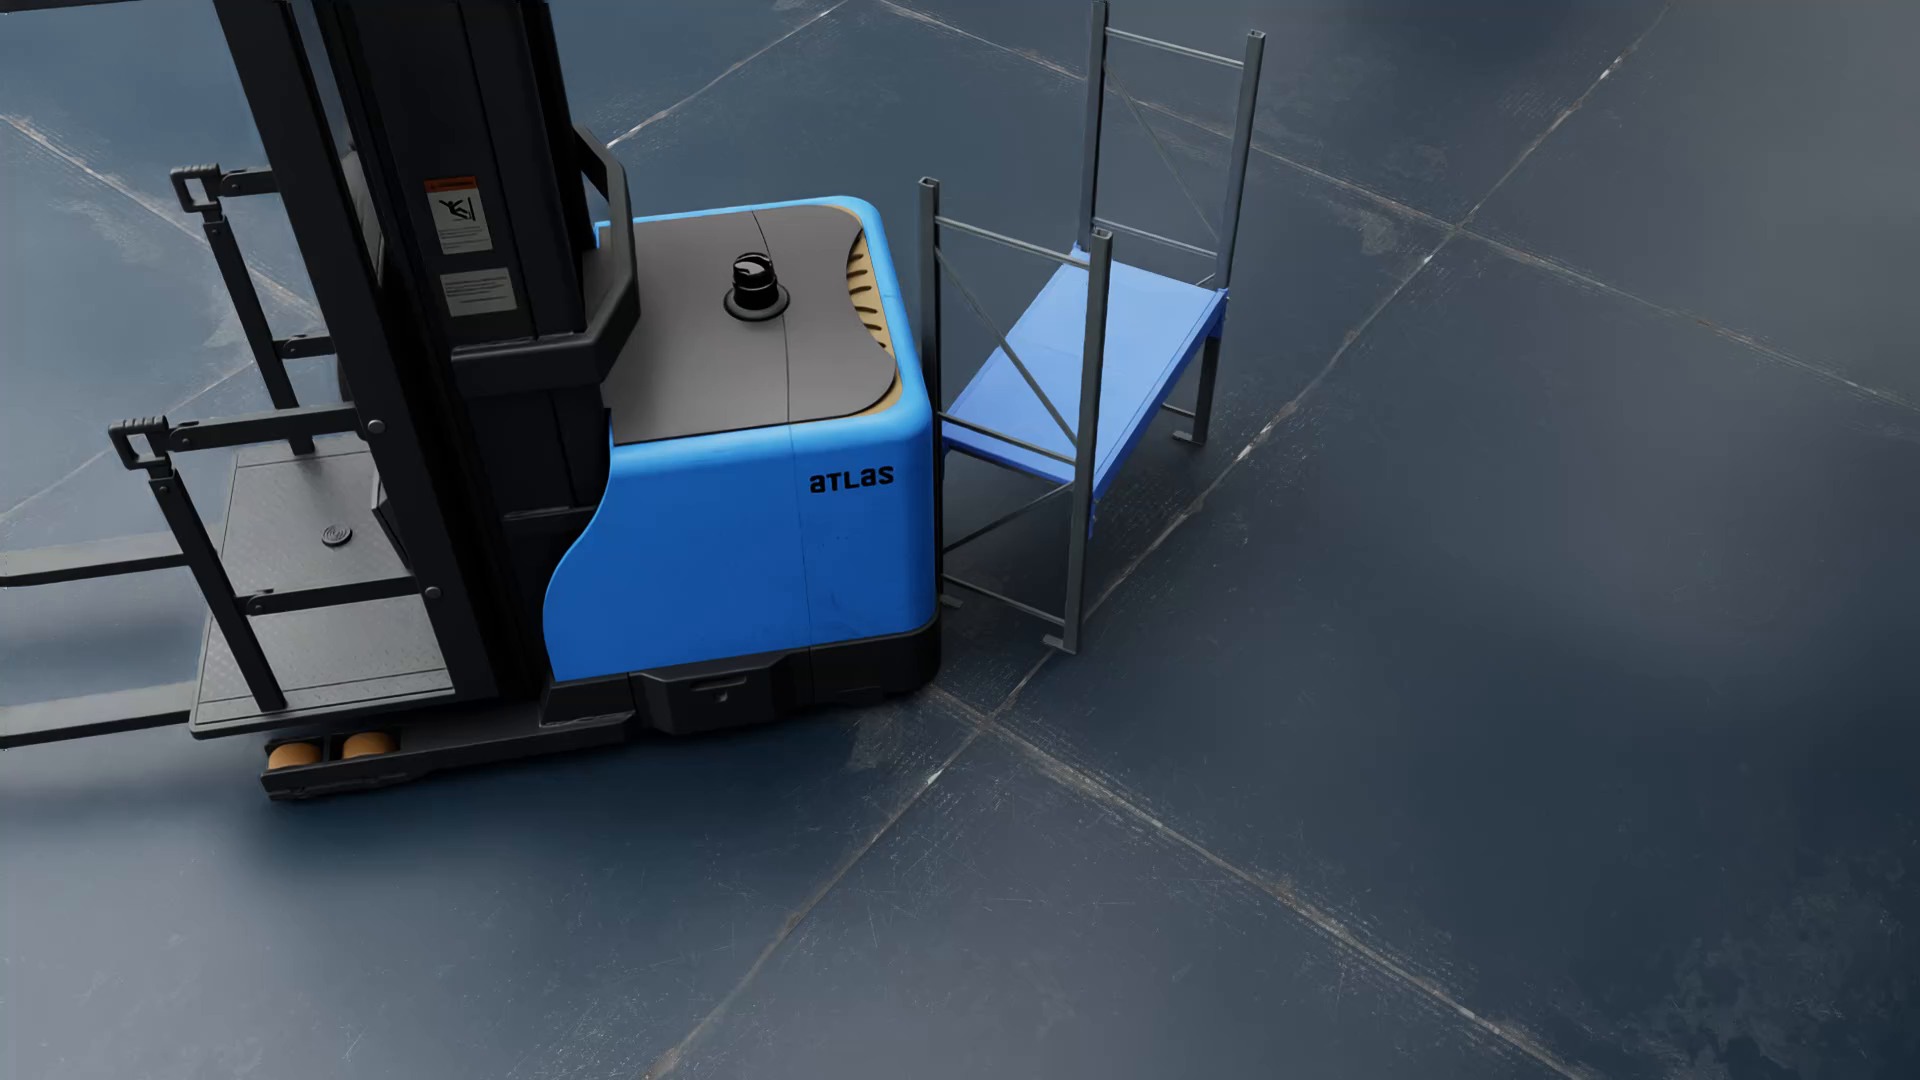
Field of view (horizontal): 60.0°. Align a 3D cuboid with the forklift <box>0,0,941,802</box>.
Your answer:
[{"bbox_3d":[-1.623,-0.718,3.909,3.031,2.935,1.130,-8,47,-7],"label":"forklift"}]

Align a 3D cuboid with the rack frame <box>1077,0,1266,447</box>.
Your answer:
[{"bbox_3d":[0.596,-0.921,5.093,0.500,1.500,0.032,21,50,19],"label":"rack frame"}]

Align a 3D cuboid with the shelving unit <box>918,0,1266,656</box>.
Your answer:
[{"bbox_3d":[0.362,-0.595,4.781,0.538,1.500,1.048,21,50,19],"label":"shelving unit"}]

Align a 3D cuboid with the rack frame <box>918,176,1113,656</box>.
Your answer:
[{"bbox_3d":[0.127,-0.269,4.469,0.500,1.500,0.032,21,50,19],"label":"rack frame"}]

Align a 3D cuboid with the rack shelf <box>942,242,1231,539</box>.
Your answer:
[{"bbox_3d":[0.362,-0.471,4.911,0.538,0.185,1.000,21,50,19],"label":"rack shelf"}]
